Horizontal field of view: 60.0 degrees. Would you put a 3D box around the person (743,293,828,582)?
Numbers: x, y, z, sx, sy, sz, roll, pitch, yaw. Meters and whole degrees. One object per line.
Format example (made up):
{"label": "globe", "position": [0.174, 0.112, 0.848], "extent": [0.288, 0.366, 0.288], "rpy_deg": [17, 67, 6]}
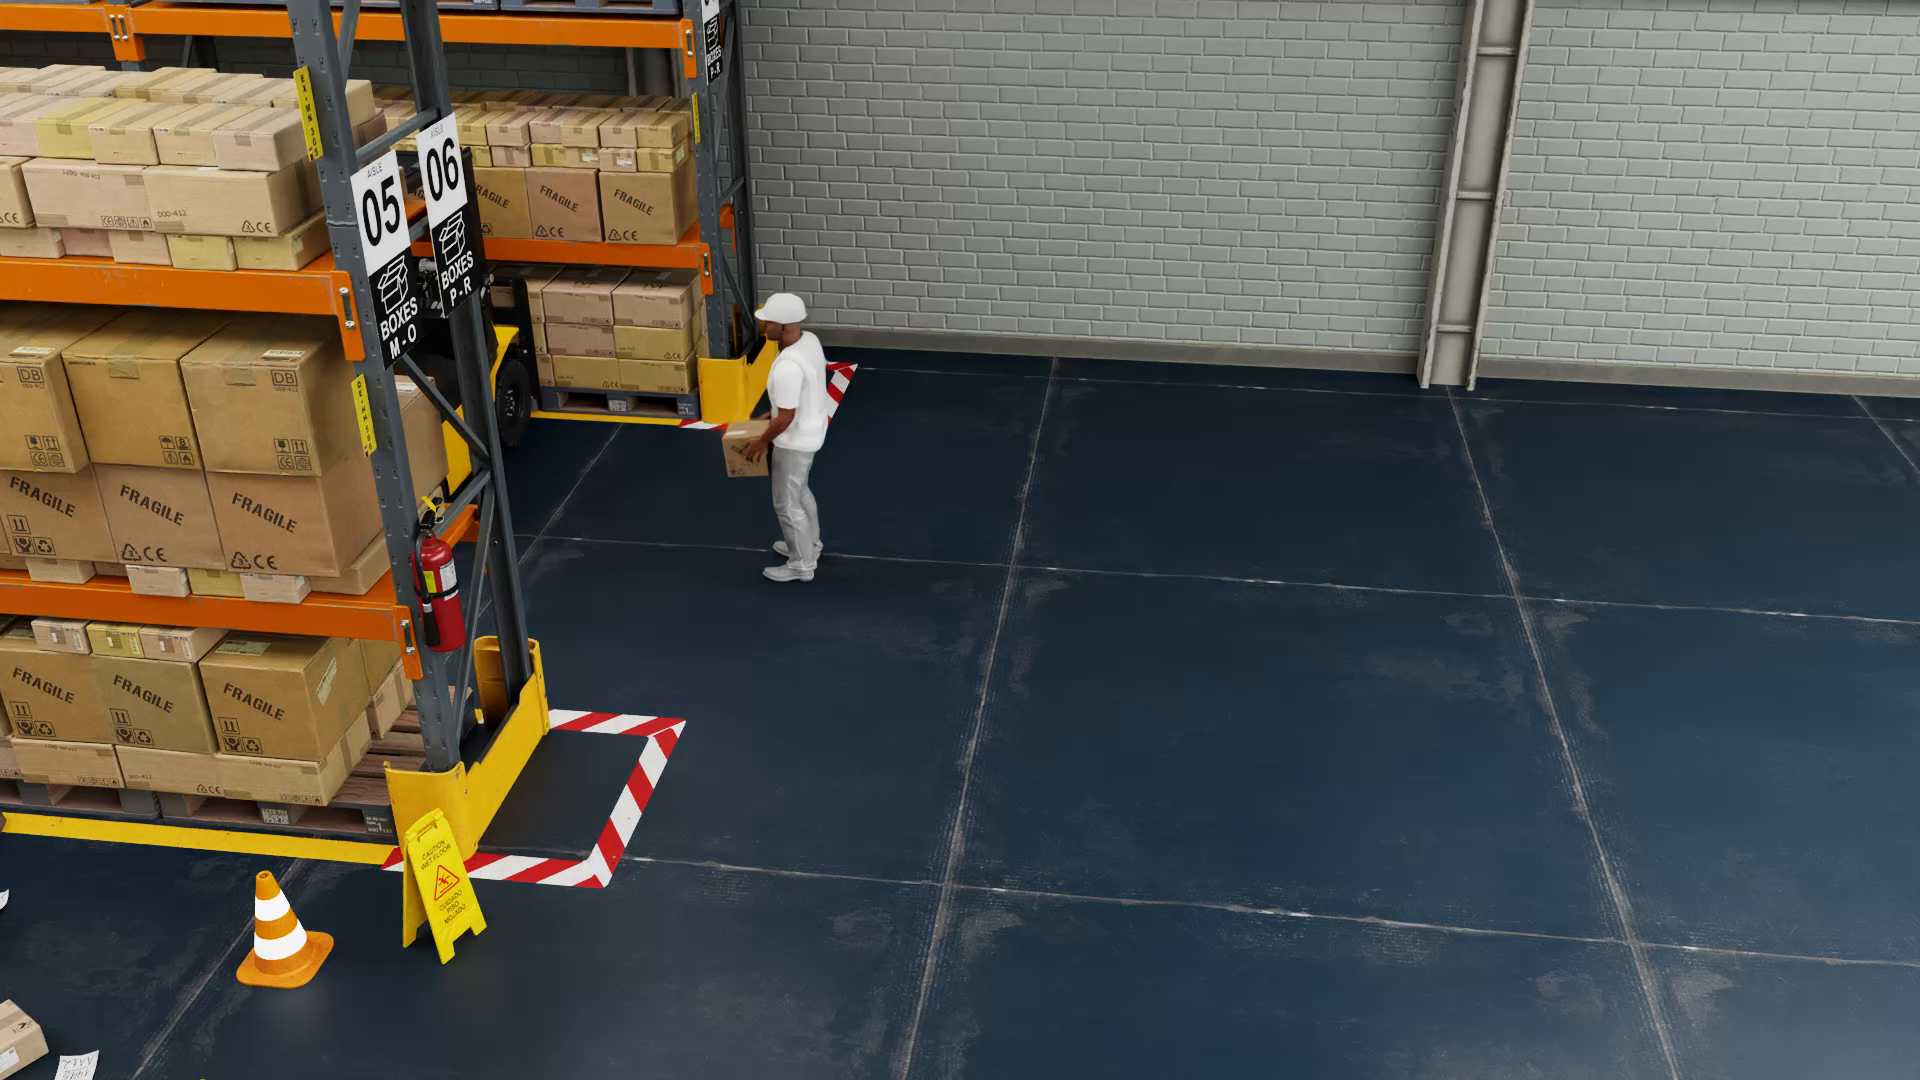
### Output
{"label": "person", "position": [-1.006, -0.604, 9.723], "extent": [0.470, 1.767, 0.572], "rpy_deg": [3, 28, 5]}
